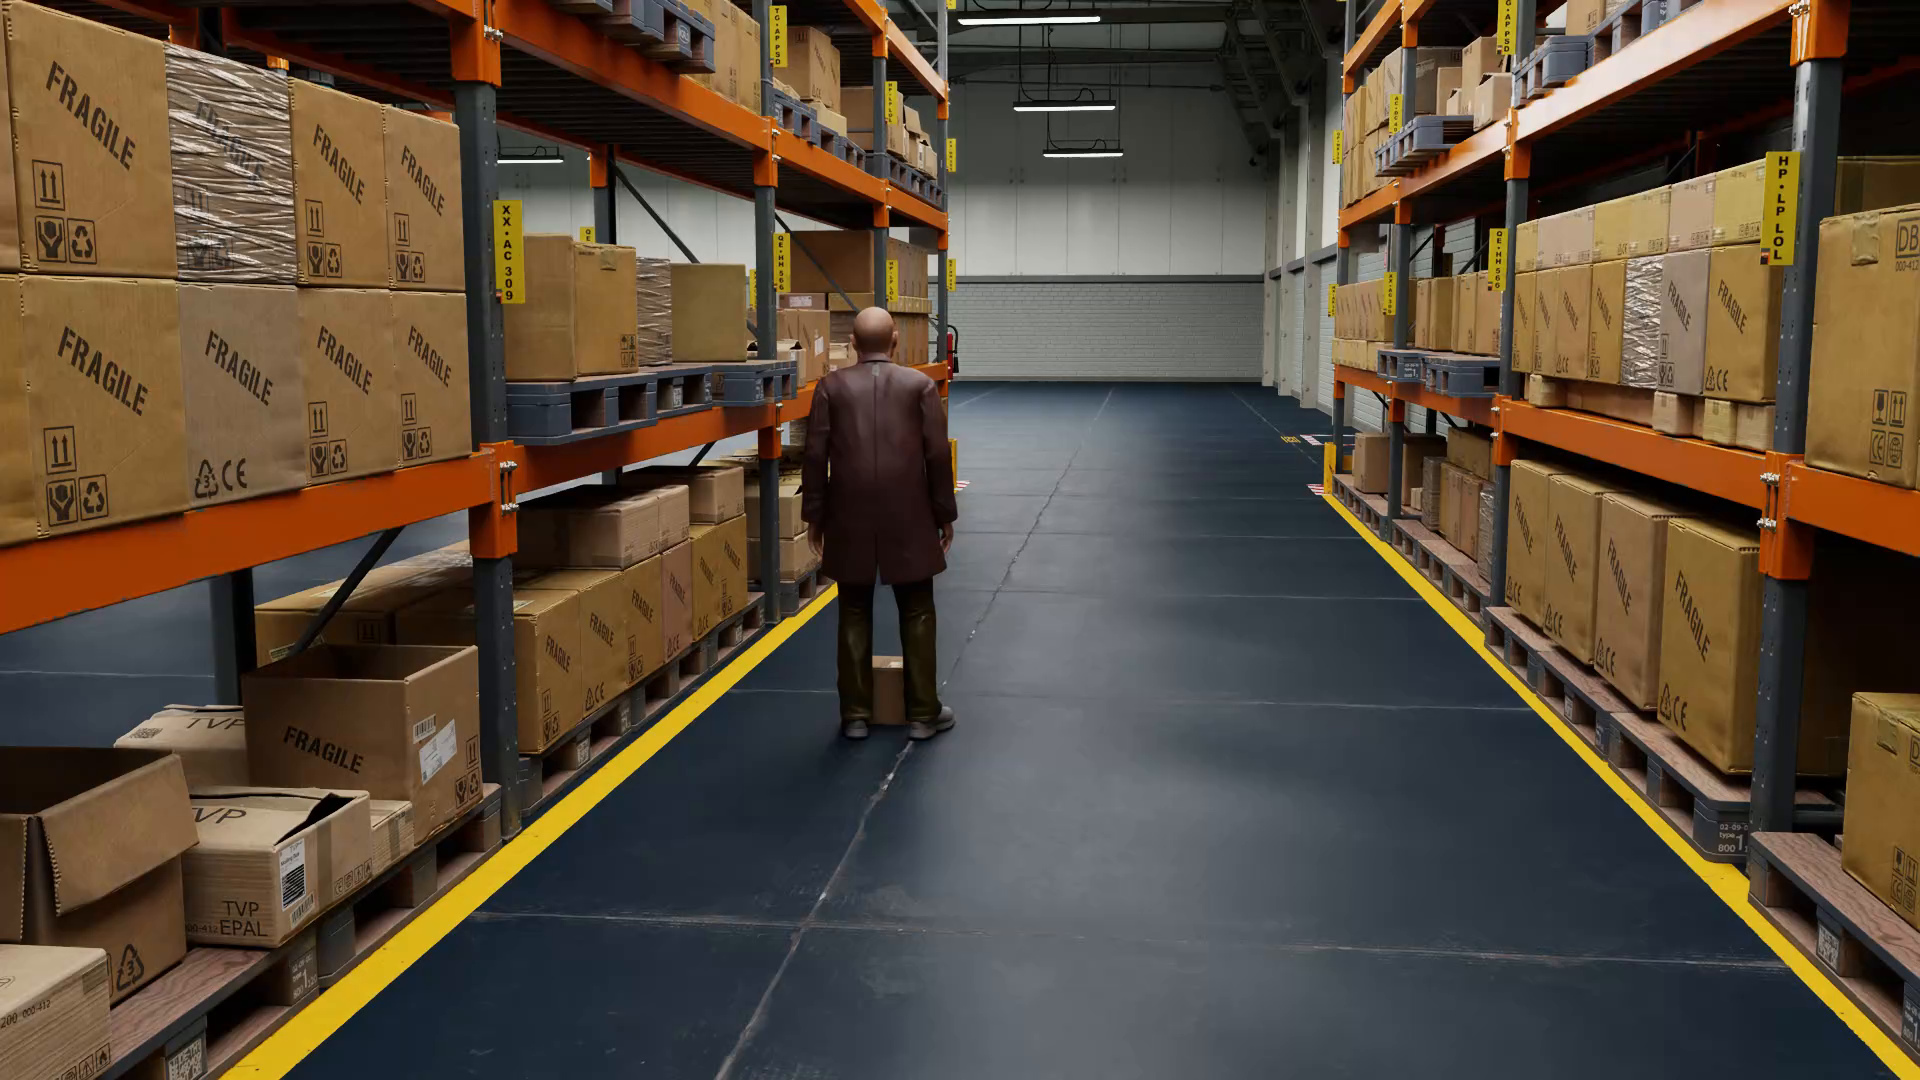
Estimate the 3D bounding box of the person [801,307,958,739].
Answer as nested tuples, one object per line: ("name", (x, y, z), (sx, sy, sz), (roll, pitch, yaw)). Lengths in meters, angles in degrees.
("person", (-0.335, -0.072, 6.893), (0.654, 1.774, 0.424), (0, 7, 3))
